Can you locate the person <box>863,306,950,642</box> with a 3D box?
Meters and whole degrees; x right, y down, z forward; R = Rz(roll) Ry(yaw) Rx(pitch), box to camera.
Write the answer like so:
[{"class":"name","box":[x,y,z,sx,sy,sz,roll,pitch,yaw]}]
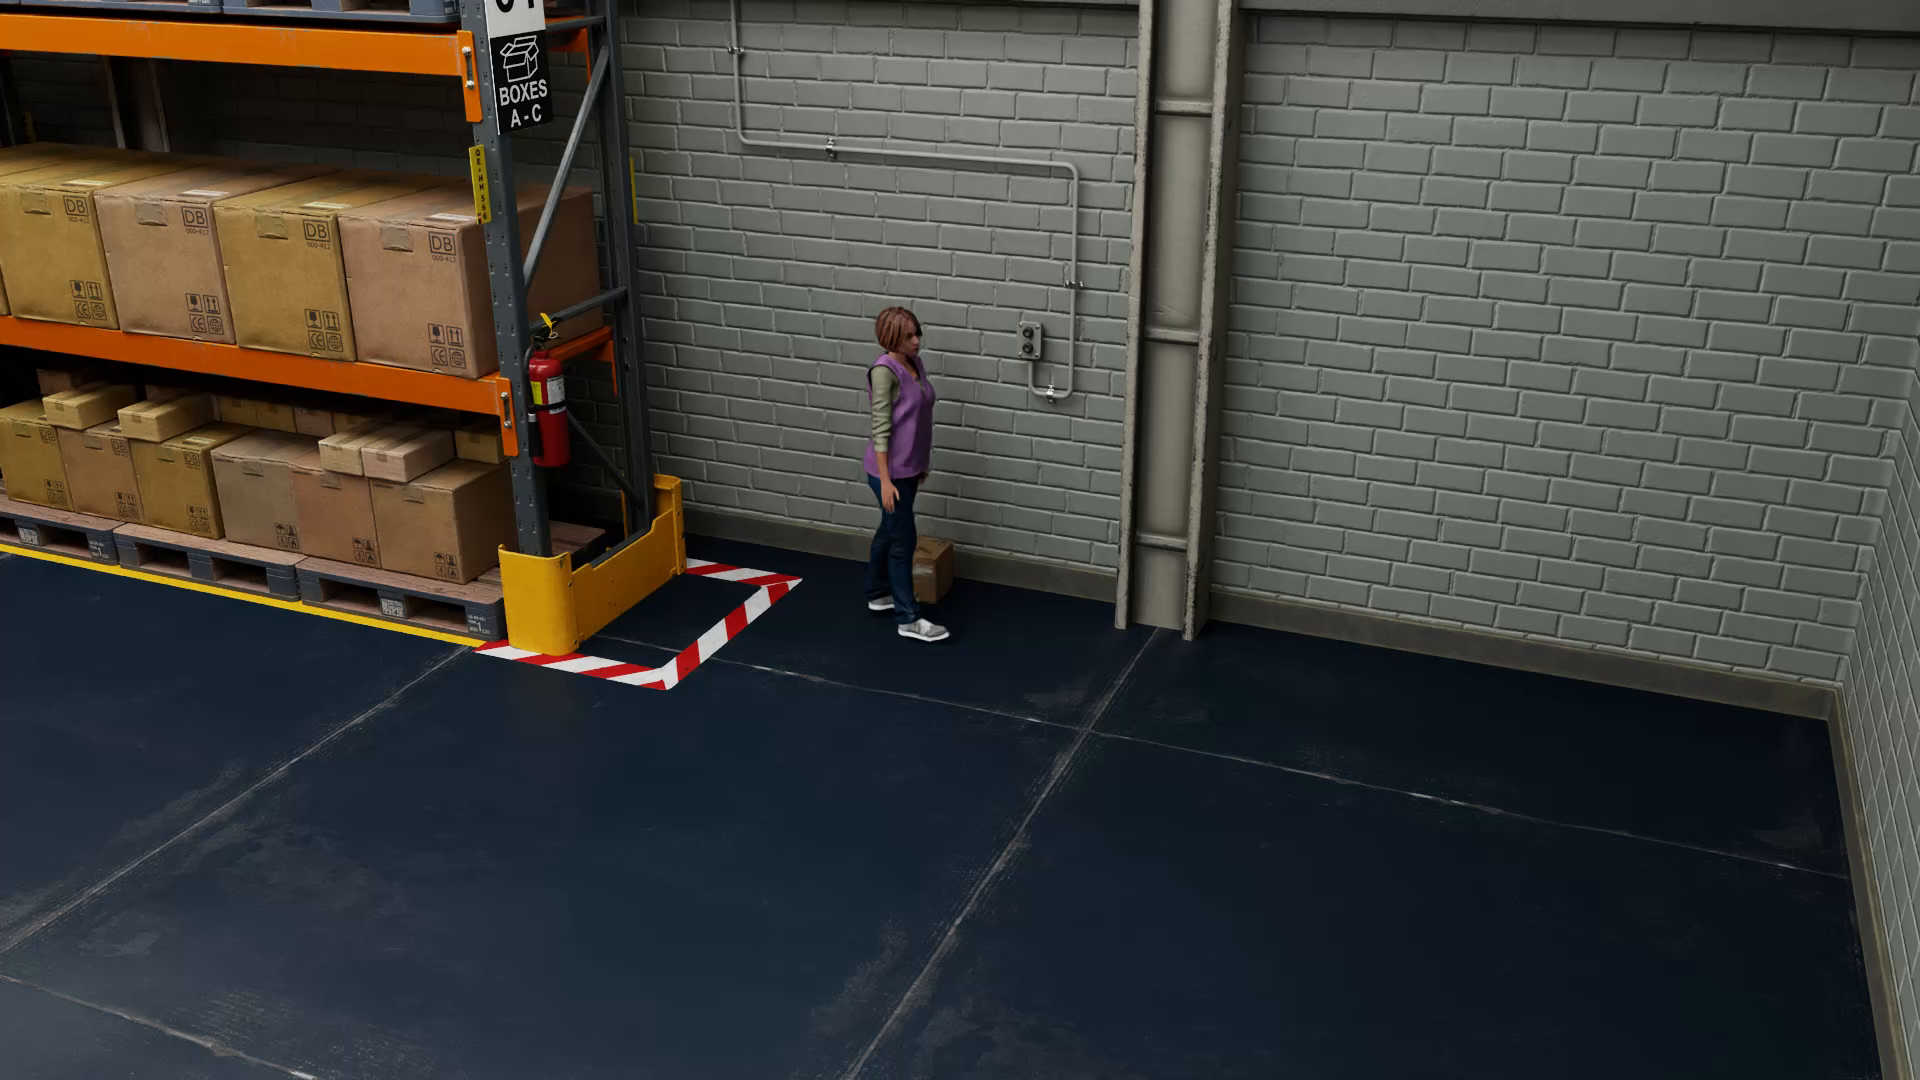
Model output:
[{"class":"person","box":[-0.259,-0.317,7.815,0.525,1.591,0.561,8,24,18]}]
